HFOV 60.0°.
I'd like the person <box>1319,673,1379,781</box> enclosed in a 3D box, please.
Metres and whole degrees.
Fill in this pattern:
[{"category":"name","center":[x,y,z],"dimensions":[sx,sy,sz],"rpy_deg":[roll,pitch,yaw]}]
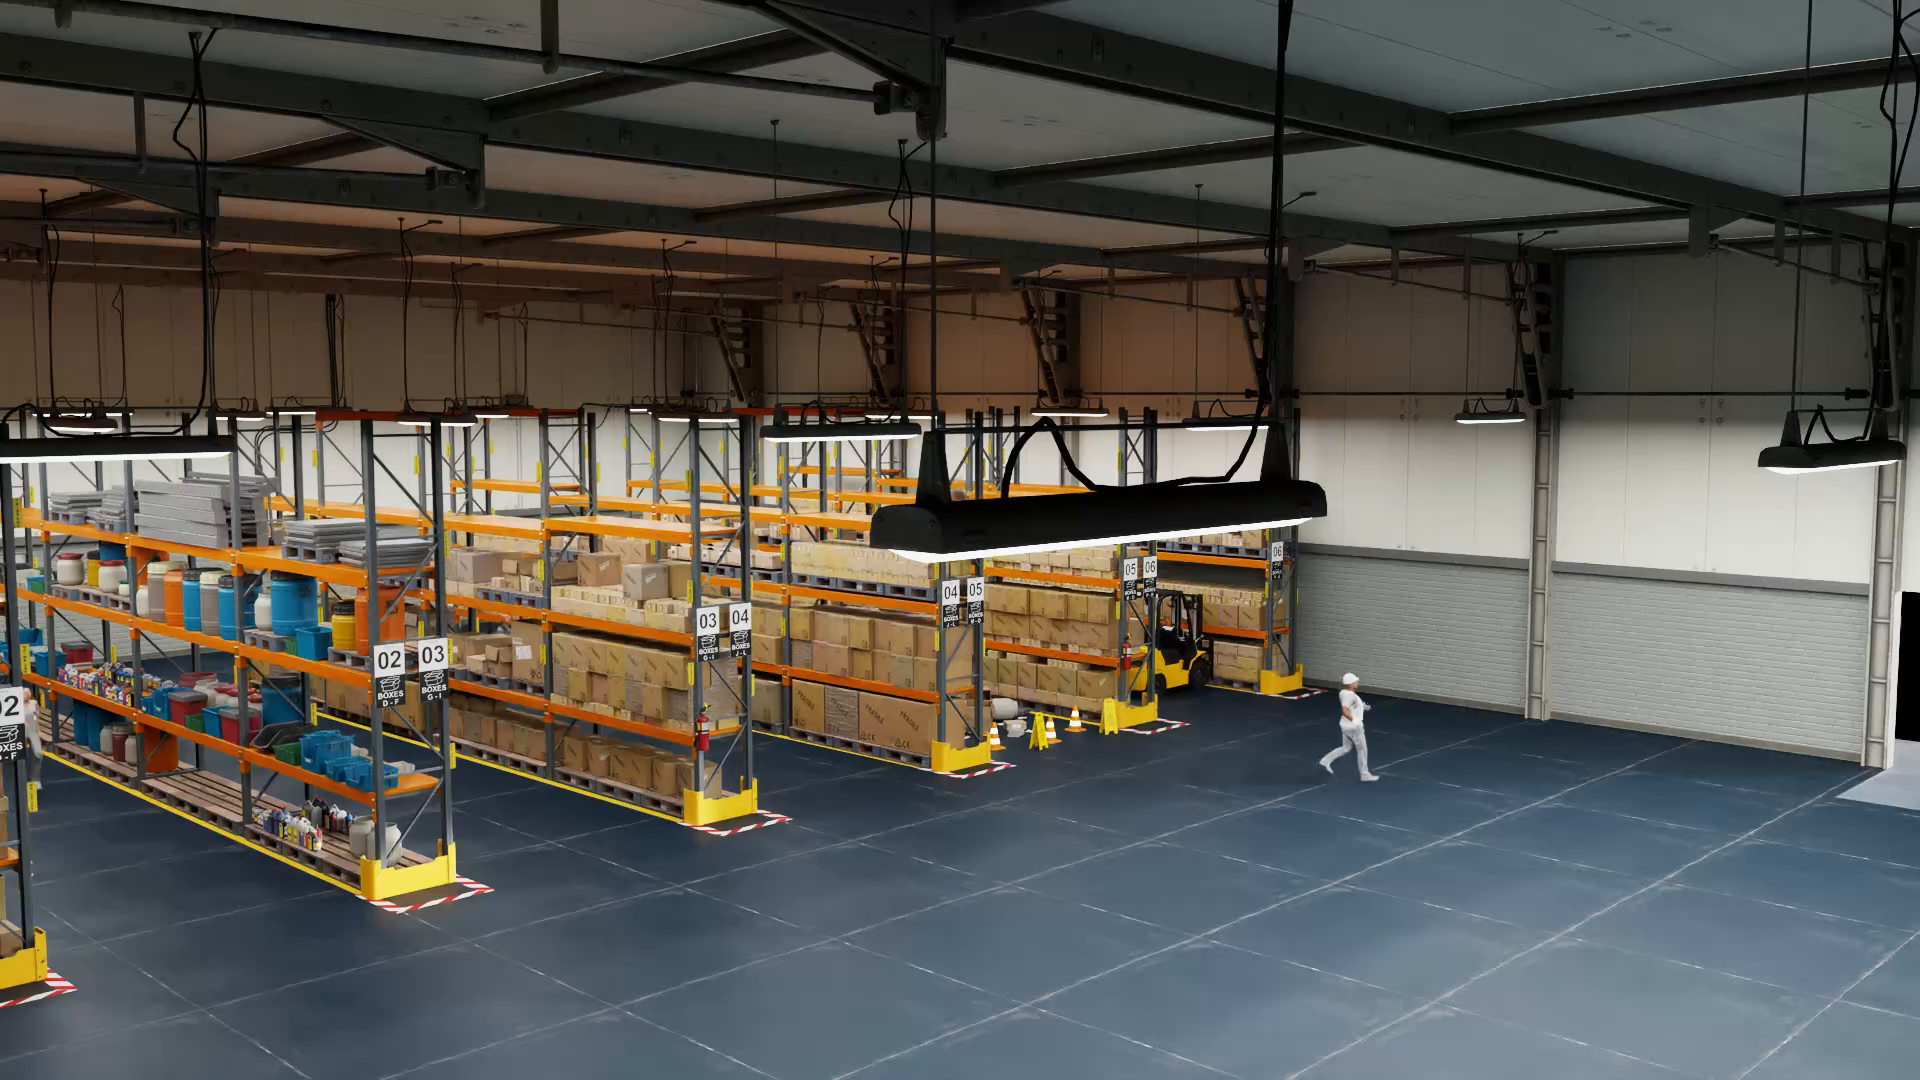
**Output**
[{"category":"person","center":[6.350,3.043,27.044],"dimensions":[0.964,1.763,0.695],"rpy_deg":[0,5,-3]}]

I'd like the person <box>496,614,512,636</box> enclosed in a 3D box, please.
[{"category":"person","center":[-9.395,2.408,34.746],"dimensions":[0.638,1.755,0.687],"rpy_deg":[-4,7,-41]}]

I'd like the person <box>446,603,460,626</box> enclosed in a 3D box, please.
[{"category":"person","center":[-12.278,1.908,39.936],"dimensions":[0.682,1.821,0.796],"rpy_deg":[2,6,24]}]

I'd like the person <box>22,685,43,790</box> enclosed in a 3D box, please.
[{"category":"person","center":[-14.926,3.151,26.573],"dimensions":[0.512,1.697,0.772],"rpy_deg":[-5,7,-44]}]
